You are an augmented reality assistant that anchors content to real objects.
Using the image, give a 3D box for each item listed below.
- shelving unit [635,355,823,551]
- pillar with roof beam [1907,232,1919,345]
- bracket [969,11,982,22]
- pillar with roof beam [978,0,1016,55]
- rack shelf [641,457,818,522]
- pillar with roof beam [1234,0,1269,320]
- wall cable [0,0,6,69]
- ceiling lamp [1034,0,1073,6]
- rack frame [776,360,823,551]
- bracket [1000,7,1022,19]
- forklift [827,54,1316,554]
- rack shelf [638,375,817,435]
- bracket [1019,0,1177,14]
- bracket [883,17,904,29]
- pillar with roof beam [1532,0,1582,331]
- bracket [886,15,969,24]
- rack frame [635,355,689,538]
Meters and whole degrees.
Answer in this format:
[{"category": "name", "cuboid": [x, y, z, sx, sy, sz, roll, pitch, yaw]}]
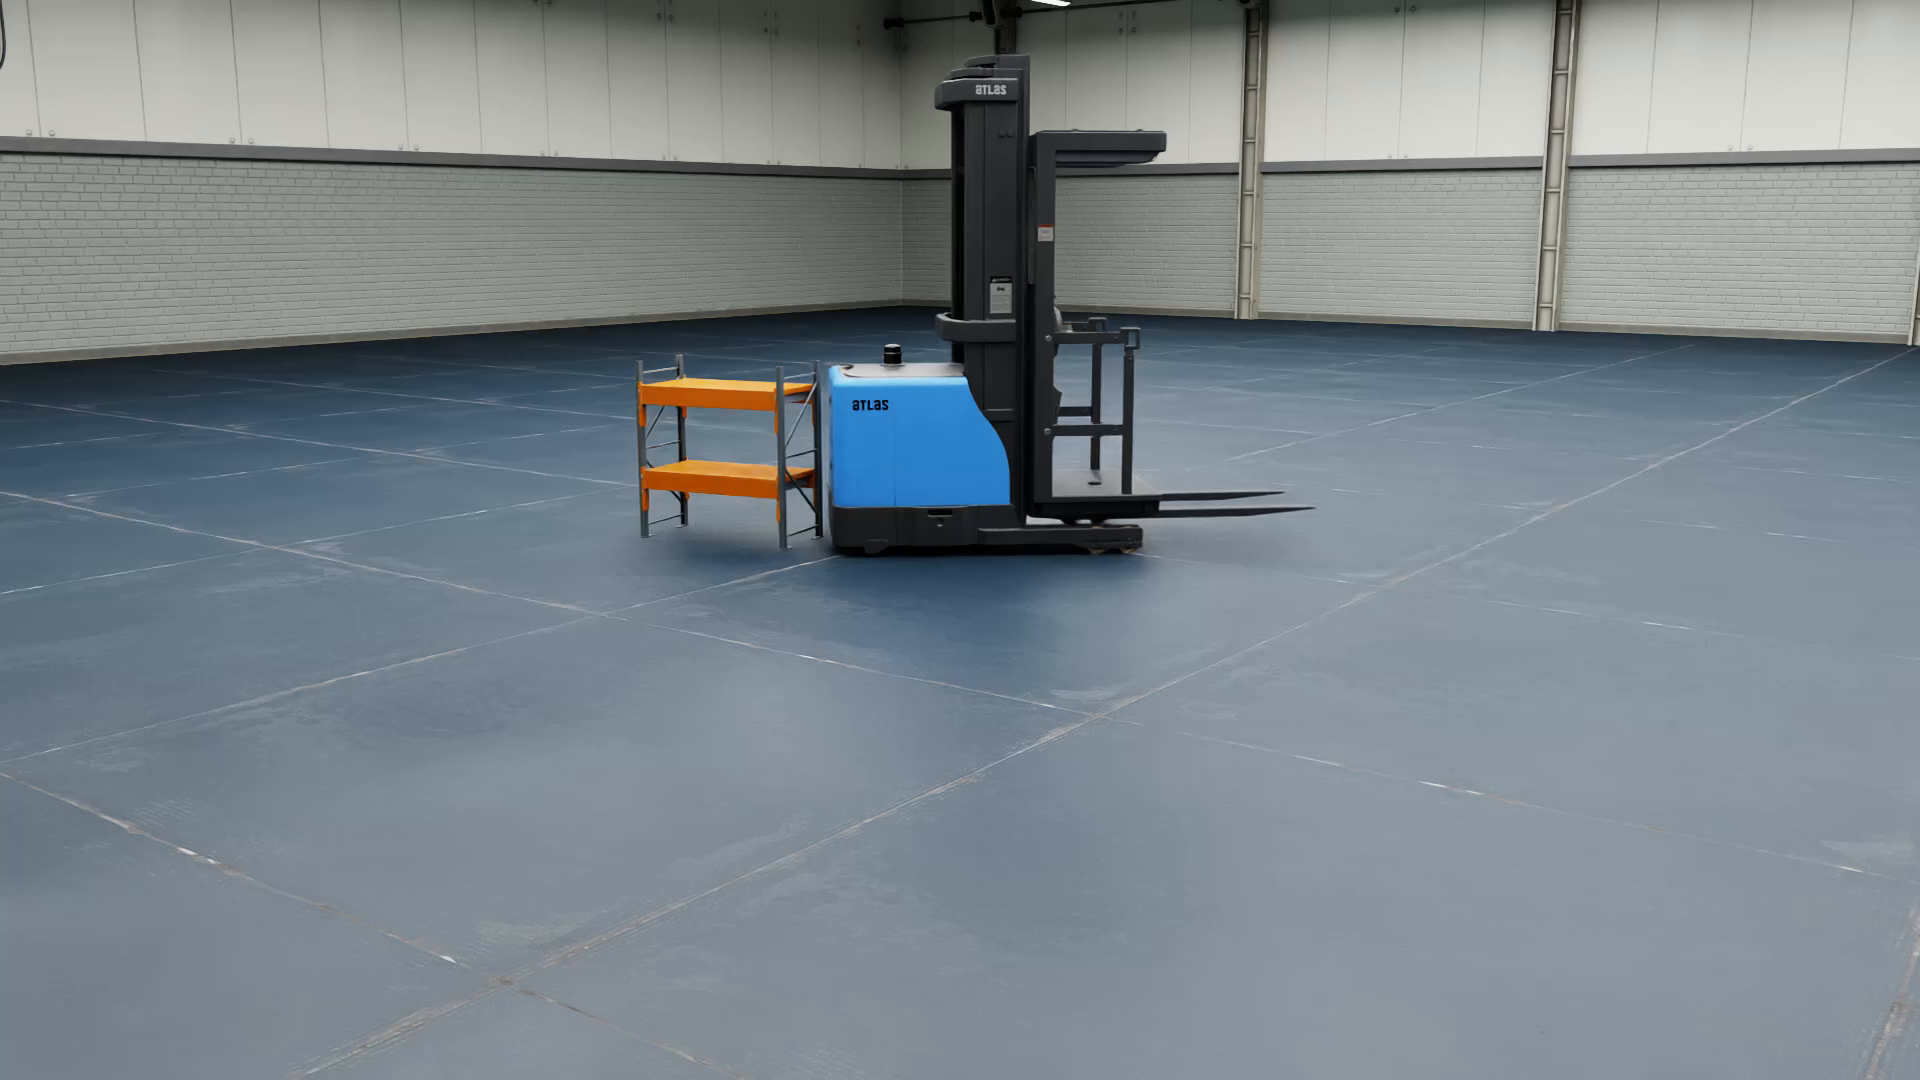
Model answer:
[{"category": "shelving unit", "cuboid": [-1.455, -0.570, 10.513, 1.048, 1.125, 0.538, 5, 12, 24]}, {"category": "pillar with roof beam", "cuboid": [12.930, -6.894, 22.471, 0.400, 9.000, 9.100, 8, 13, 36]}, {"category": "bracket", "cuboid": [0.426, -11.336, 35.957, 0.430, 0.232, 0.235, 8, 13, 36]}, {"category": "pillar with roof beam", "cuboid": [-1.578, -8.917, 32.932, 0.548, 9.000, 9.100, 8, 13, 36]}, {"category": "rack shelf", "cuboid": [-1.455, -0.330, 10.560, 1.000, 0.278, 0.538, 5, 12, 24]}, {"category": "pillar with roof beam", "cuboid": [3.258, -8.243, 29.445, 0.548, 9.000, 9.100, 8, 13, 36]}, {"category": "wall cable", "cuboid": [-13.635, -8.409, 21.350, 0.169, 6.003, 2.305, 8, 13, 36]}, {"category": "ceiling lamp", "cuboid": [1.148, -11.248, 29.613, 0.800, 3.185, 2.000, 8, 13, 36]}, {"category": "rack frame", "cuboid": [-0.991, -0.530, 10.309, 0.032, 1.125, 0.500, 5, 12, 24]}, {"category": "bracket", "cuboid": [1.095, -11.243, 35.475, 0.430, 0.232, 0.235, 8, 13, 36]}, {"category": "forklift", "cuboid": [0.691, -1.455, 10.334, 3.031, 2.935, 1.130, -1, 11, -6]}, {"category": "rack shelf", "cuboid": [-1.455, -0.857, 10.458, 1.000, 0.278, 0.538, 5, 12, 24]}, {"category": "bracket", "cuboid": [3.171, -10.953, 33.977, 4.783, 0.066, 0.076, 8, 13, 36]}, {"category": "bracket", "cuboid": [-1.485, -11.602, 37.334, 0.430, 0.232, 0.235, 8, 13, 36]}, {"category": "pillar with roof beam", "cuboid": [8.094, -7.568, 25.958, 0.400, 9.000, 9.100, 8, 13, 36]}, {"category": "bracket", "cuboid": [-1.009, -11.536, 36.991, 3.189, 0.066, 0.076, 8, 13, 36]}, {"category": "rack frame", "cuboid": [-1.919, -0.609, 10.717, 0.032, 1.125, 0.500, 5, 12, 24]}]
